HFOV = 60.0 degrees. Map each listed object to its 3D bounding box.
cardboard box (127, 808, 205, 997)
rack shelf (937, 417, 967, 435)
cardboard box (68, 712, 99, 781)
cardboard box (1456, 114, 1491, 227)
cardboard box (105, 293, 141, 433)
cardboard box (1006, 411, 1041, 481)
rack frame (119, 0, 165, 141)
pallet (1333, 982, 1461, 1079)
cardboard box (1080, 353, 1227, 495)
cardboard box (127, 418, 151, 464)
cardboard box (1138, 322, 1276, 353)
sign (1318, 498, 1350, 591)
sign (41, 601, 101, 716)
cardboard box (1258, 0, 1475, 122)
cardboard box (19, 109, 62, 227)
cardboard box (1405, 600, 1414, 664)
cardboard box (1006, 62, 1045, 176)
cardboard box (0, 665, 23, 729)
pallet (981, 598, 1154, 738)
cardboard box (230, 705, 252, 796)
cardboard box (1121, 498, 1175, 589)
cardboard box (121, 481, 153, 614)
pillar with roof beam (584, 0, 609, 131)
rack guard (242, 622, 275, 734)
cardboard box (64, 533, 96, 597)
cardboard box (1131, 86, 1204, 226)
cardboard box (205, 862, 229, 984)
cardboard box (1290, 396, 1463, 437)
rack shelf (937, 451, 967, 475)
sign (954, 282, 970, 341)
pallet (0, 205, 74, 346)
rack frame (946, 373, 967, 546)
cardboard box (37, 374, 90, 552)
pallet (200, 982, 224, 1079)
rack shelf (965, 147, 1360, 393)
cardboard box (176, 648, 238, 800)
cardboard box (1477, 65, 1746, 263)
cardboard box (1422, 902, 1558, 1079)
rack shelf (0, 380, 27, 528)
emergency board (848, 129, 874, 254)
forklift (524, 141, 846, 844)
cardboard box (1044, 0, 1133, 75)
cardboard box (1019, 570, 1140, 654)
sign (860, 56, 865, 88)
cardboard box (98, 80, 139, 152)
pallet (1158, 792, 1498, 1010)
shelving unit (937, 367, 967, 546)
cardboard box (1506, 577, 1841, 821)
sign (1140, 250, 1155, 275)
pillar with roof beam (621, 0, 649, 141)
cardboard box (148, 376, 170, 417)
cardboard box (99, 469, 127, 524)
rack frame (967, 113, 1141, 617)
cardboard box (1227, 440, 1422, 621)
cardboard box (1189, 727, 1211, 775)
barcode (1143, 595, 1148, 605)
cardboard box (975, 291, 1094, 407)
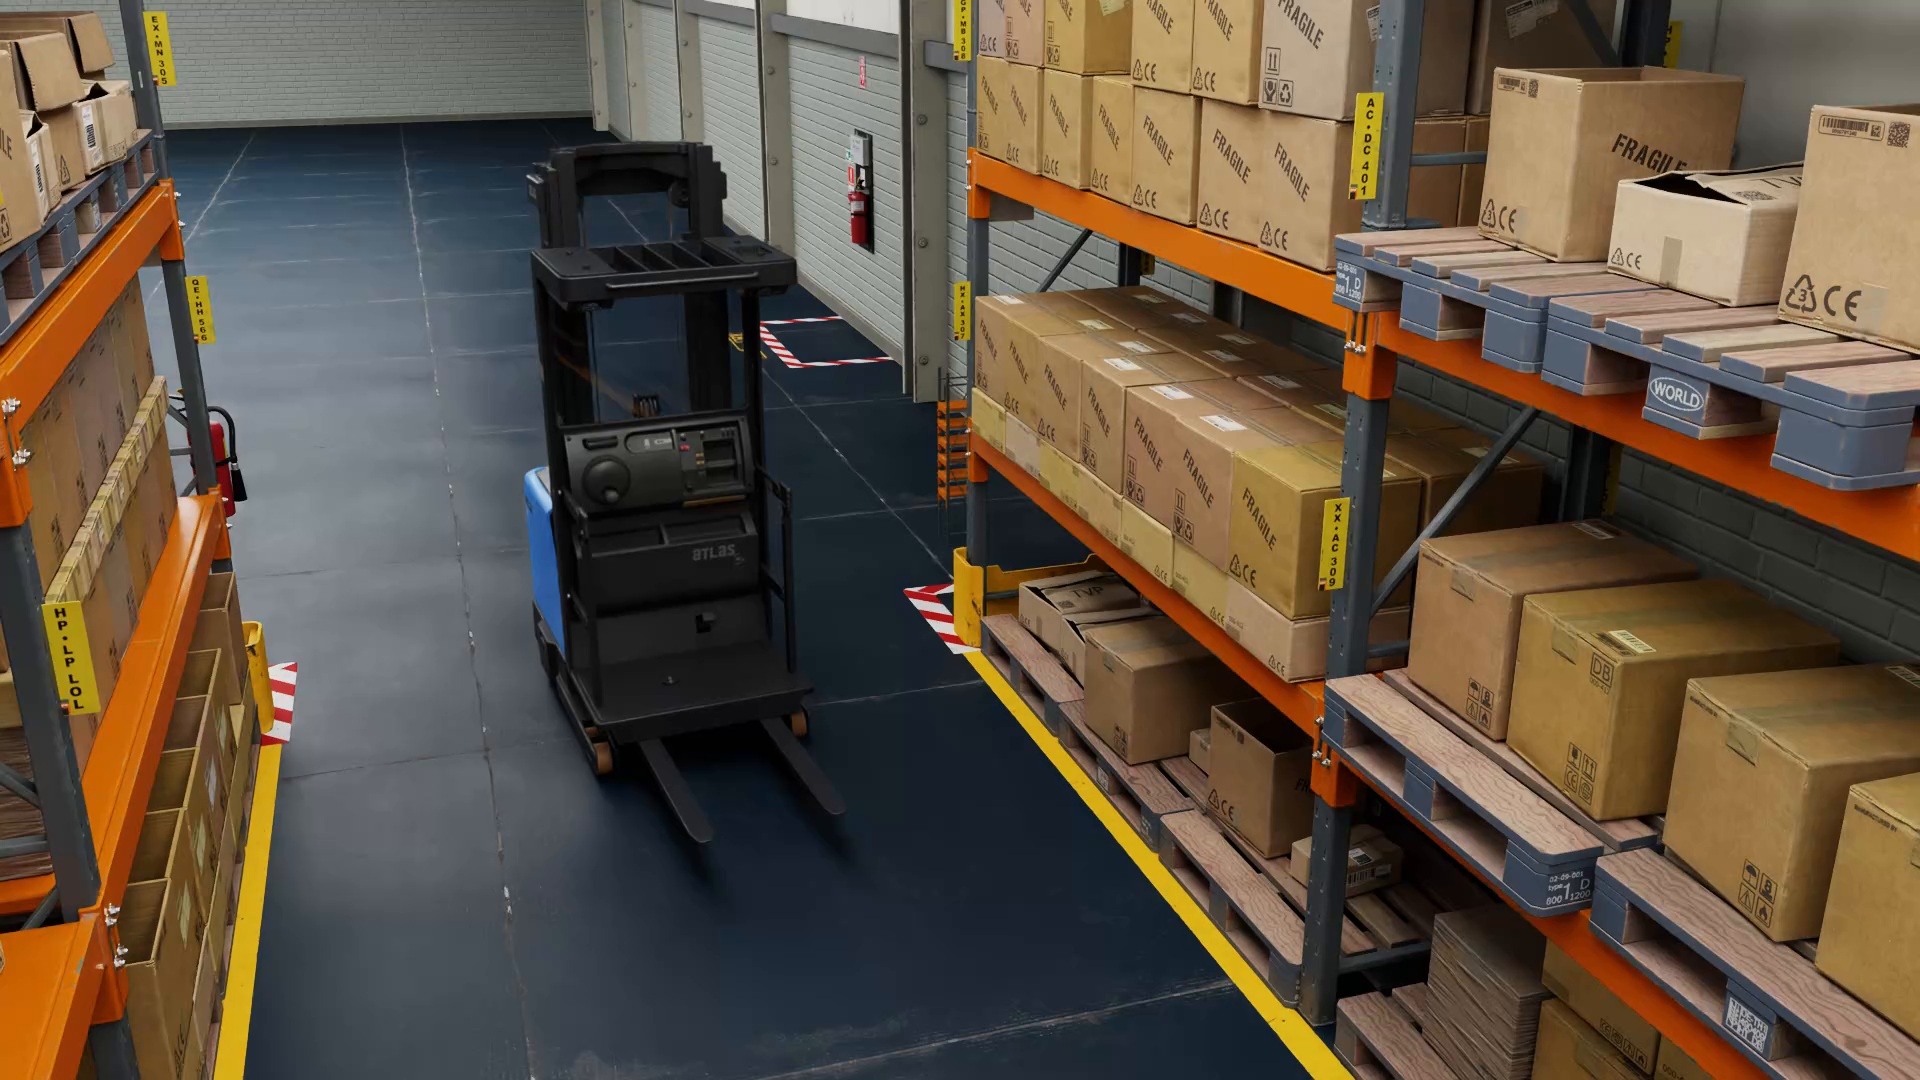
[{"bbox_3d":[-2.926,1.292,5.720,0.500,0.500,0.500,-6,21,-17],"label":"cardboard box"},{"bbox_3d":[-0.005,-0.753,11.160,0.258,0.103,0.180,-6,21,-17],"label":"rack shelf"},{"bbox_3d":[-3.231,0.533,5.348,0.700,0.500,0.500,-7,21,-18],"label":"cardboard box"},{"bbox_3d":[1.873,-1.290,5.955,0.500,0.500,0.500,-6,21,-15],"label":"cardboard box"},{"bbox_3d":[-3.849,-0.715,6.902,0.700,0.500,0.500,-7,21,-19],"label":"cardboard box"},{"bbox_3d":[0.560,-0.505,8.576,0.500,0.250,0.500,-7,21,-19],"label":"cardboard box"},{"bbox_3d":[-4.171,-3.217,7.061,1.000,3.000,0.127,-6,21,-17],"label":"rack frame"},{"bbox_3d":[2.034,1.925,5.746,1.003,0.211,1.213,-6,21,-17],"label":"pallet"},{"bbox_3d":[0.871,-0.537,7.558,0.500,0.500,0.500,-6,21,-16],"label":"cardboard box"},{"bbox_3d":[-3.629,-0.397,6.976,0.380,0.149,0.250,-6,21,-16],"label":"cardboard box"},{"bbox_3d":[1.196,-0.756,8.167,0.500,0.500,0.500,-7,21,-19],"label":"cardboard box"},{"bbox_3d":[1.275,0.015,5.656,0.100,0.325,0.005,-6,21,-17],"label":"sign"},{"bbox_3d":[-2.401,0.322,4.488,0.100,0.325,0.005,-6,21,-17],"label":"sign"},{"bbox_3d":[1.373,-1.708,5.641,0.500,0.500,0.500,-8,21,-22],"label":"cardboard box"},{"bbox_3d":[-2.991,-1.106,4.925,0.500,0.311,0.500,-8,21,-20],"label":"cardboard box"},{"bbox_3d":[1.844,0.250,6.475,0.500,0.250,0.500,-6,21,-17],"label":"cardboard box"},{"bbox_3d":[0.534,-2.079,8.153,0.500,0.500,0.500,-5,20,-14],"label":"cardboard box"},{"bbox_3d":[-2.814,0.431,4.672,0.380,0.149,0.250,-6,21,-17],"label":"cardboard box"},{"bbox_3d":[0.777,0.680,9.211,1.003,0.211,1.213,-6,21,-17],"label":"pallet"},{"bbox_3d":[-3.553,1.003,7.634,0.500,0.250,0.500,-6,21,-17],"label":"cardboard box"},{"bbox_3d":[1.030,-0.017,7.218,0.500,0.250,0.500,-7,21,-18],"label":"cardboard box"},{"bbox_3d":[-3.716,0.038,6.724,0.700,0.500,0.500,-6,21,-17],"label":"cardboard box"},{"bbox_3d":[-11.944,-12.782,33.690,9.100,9.000,0.400,-6,21,-17],"label":"pillar with roof beam"},{"bbox_3d":[-4.178,0.775,8.519,1.175,0.500,0.348,-6,21,-17],"label":"rack guard"},{"bbox_3d":[-3.136,0.103,5.584,0.380,0.149,0.250,-7,21,-19],"label":"cardboard box"},{"bbox_3d":[1.038,-1.579,6.760,0.500,0.500,0.500,-7,21,-19],"label":"cardboard box"},{"bbox_3d":[-3.076,1.483,6.296,0.500,0.250,0.500,-6,21,-17],"label":"cardboard box"},{"bbox_3d":[1.680,-0.269,6.810,0.500,0.500,0.500,-7,21,-18],"label":"cardboard box"},{"bbox_3d":[-0.005,-0.528,11.242,0.258,0.103,0.180,-6,21,-17],"label":"rack shelf"},{"bbox_3d":[0.016,-1.271,9.237,0.100,0.325,0.005,-6,21,-17],"label":"sign"},{"bbox_3d":[-3.206,-0.751,4.764,1.003,0.211,1.213,-6,21,-17],"label":"pallet"},{"bbox_3d":[0.024,-0.540,11.145,0.240,1.200,0.006,-6,21,-17],"label":"rack frame"},{"bbox_3d":[-3.376,-0.232,5.558,0.700,0.500,0.500,-6,21,-17],"label":"cardboard box"},{"bbox_3d":[-3.124,1.943,5.696,1.003,0.211,1.213,-6,21,-17],"label":"pallet"},{"bbox_3d":[1.160,-1.352,7.371,1.077,0.370,4.000,-6,21,-17],"label":"rack shelf"},{"bbox_3d":[-3.391,0.810,7.062,0.500,0.500,0.500,-6,21,-17],"label":"cardboard box"},{"bbox_3d":[1.884,-1.110,4.863,0.500,0.500,0.500,-3,20,-9],"label":"cardboard box"},{"bbox_3d":[2.035,1.566,5.665,0.700,0.500,0.500,-6,21,-15],"label":"cardboard box"},{"bbox_3d":[-2.285,0.459,2.329,1.077,0.370,4.000,-6,21,-17],"label":"rack shelf"},{"bbox_3d":[-1.054,-3.511,16.754,0.194,1.169,0.643,-6,21,-17],"label":"emergency board"},{"bbox_3d":[-1.416,-0.383,8.147,1.130,2.935,3.031,-8,21,-22],"label":"forklift"},{"bbox_3d":[0.703,-2.381,7.514,0.500,0.500,0.500,-6,21,-16],"label":"cardboard box"},{"bbox_3d":[0.663,0.369,9.279,0.500,0.311,0.500,-9,22,-23],"label":"cardboard box"},{"bbox_3d":[-0.962,-4.615,16.399,0.001,0.298,0.199,-6,21,-17],"label":"sign"},{"bbox_3d":[-3.558,-1.657,6.548,0.500,0.250,0.500,-6,21,-17],"label":"cardboard box"},{"bbox_3d":[1.543,1.463,7.031,1.003,0.211,1.213,-6,21,-17],"label":"pallet"},{"bbox_3d":[-0.005,-0.569,11.227,0.258,1.200,0.189,-6,21,-17],"label":"shelving unit"},{"bbox_3d":[2.085,0.455,4.912,0.700,0.500,0.500,-4,20,-12],"label":"cardboard box"},{"bbox_3d":[1.064,-1.667,9.441,0.100,0.325,0.005,-6,21,-17],"label":"sign"},{"bbox_3d":[-10.058,-10.856,28.329,9.100,9.000,0.400,-6,21,-17],"label":"pillar with roof beam"},{"bbox_3d":[-3.870,-0.644,7.663,0.380,0.149,0.250,-7,21,-18],"label":"cardboard box"},{"bbox_3d":[-3.380,-0.146,6.278,0.380,0.149,0.250,-7,21,-18],"label":"cardboard box"},{"bbox_3d":[0.531,-0.921,9.544,1.000,3.000,0.127,-6,21,-17],"label":"rack frame"},{"bbox_3d":[1.346,-0.048,6.196,0.500,0.500,0.500,-6,21,-17],"label":"cardboard box"},{"bbox_3d":[1.304,0.982,7.812,0.380,0.149,0.250,-8,21,-22],"label":"cardboard box"},{"bbox_3d":[1.048,0.328,9.380,0.001,0.075,0.075,-6,21,-17],"label":"barcode"},{"bbox_3d":[0.396,-1.028,8.923,0.500,0.500,0.500,-6,21,-17],"label":"cardboard box"}]
